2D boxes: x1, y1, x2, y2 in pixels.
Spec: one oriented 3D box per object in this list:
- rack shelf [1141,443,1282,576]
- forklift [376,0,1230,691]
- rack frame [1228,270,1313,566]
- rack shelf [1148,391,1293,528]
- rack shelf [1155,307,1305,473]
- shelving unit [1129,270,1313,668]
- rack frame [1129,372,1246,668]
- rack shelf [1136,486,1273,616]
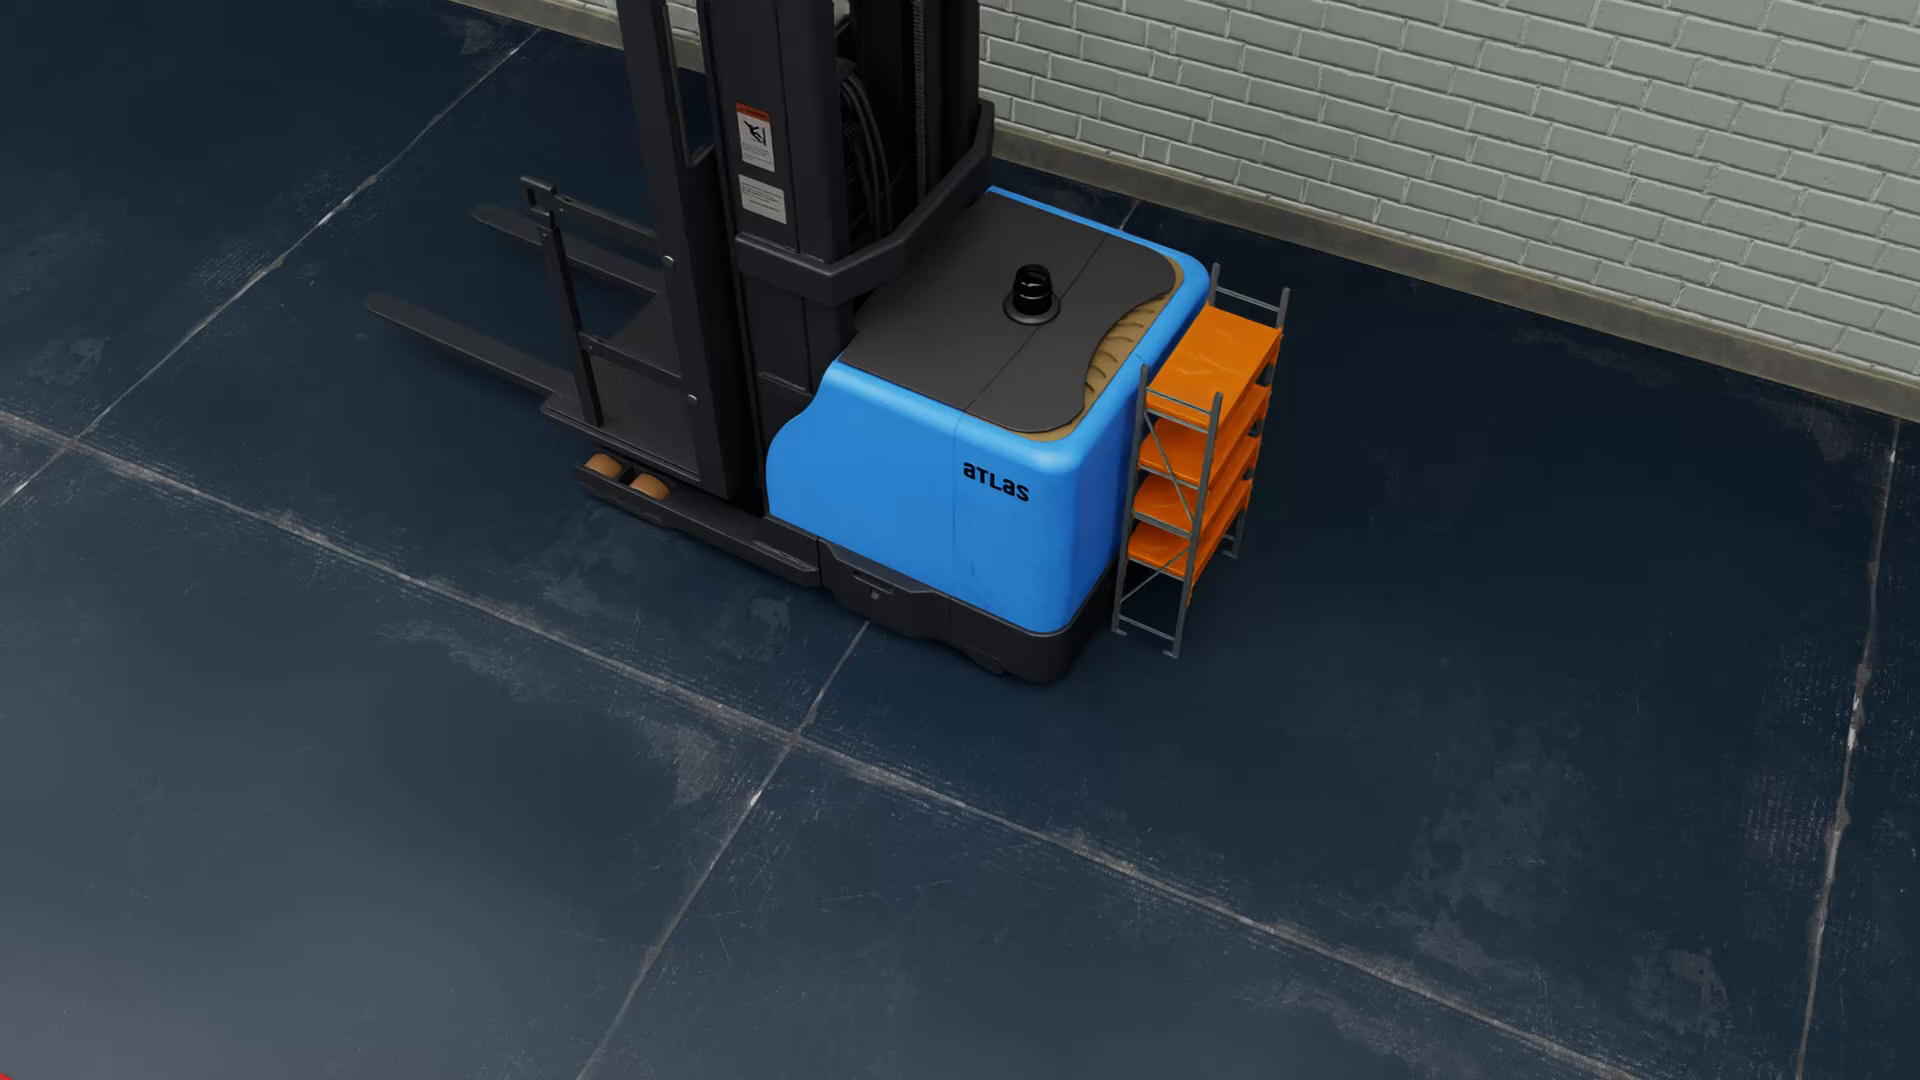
[{"bbox_3d":[0.784,-0.142,5.172,0.258,0.148,0.480,23,53,18],"label":"rack shelf"},{"bbox_3d":[-0.700,-1.317,4.946,3.031,2.935,1.130,24,54,19],"label":"forklift"},{"bbox_3d":[0.903,-0.348,5.258,0.240,1.200,0.015,23,53,18],"label":"rack frame"},{"bbox_3d":[0.784,-0.287,5.001,0.258,0.148,0.480,23,53,18],"label":"rack shelf"},{"bbox_3d":[0.784,-0.441,4.821,0.258,0.148,0.480,23,53,18],"label":"rack shelf"},{"bbox_3d":[0.784,-0.186,5.120,0.258,1.200,0.503,23,53,18],"label":"shelving unit"},{"bbox_3d":[0.664,-0.024,4.983,0.240,1.200,0.015,23,53,18],"label":"rack frame"},{"bbox_3d":[0.784,-0.014,5.323,0.258,0.148,0.480,23,53,18],"label":"rack shelf"}]
